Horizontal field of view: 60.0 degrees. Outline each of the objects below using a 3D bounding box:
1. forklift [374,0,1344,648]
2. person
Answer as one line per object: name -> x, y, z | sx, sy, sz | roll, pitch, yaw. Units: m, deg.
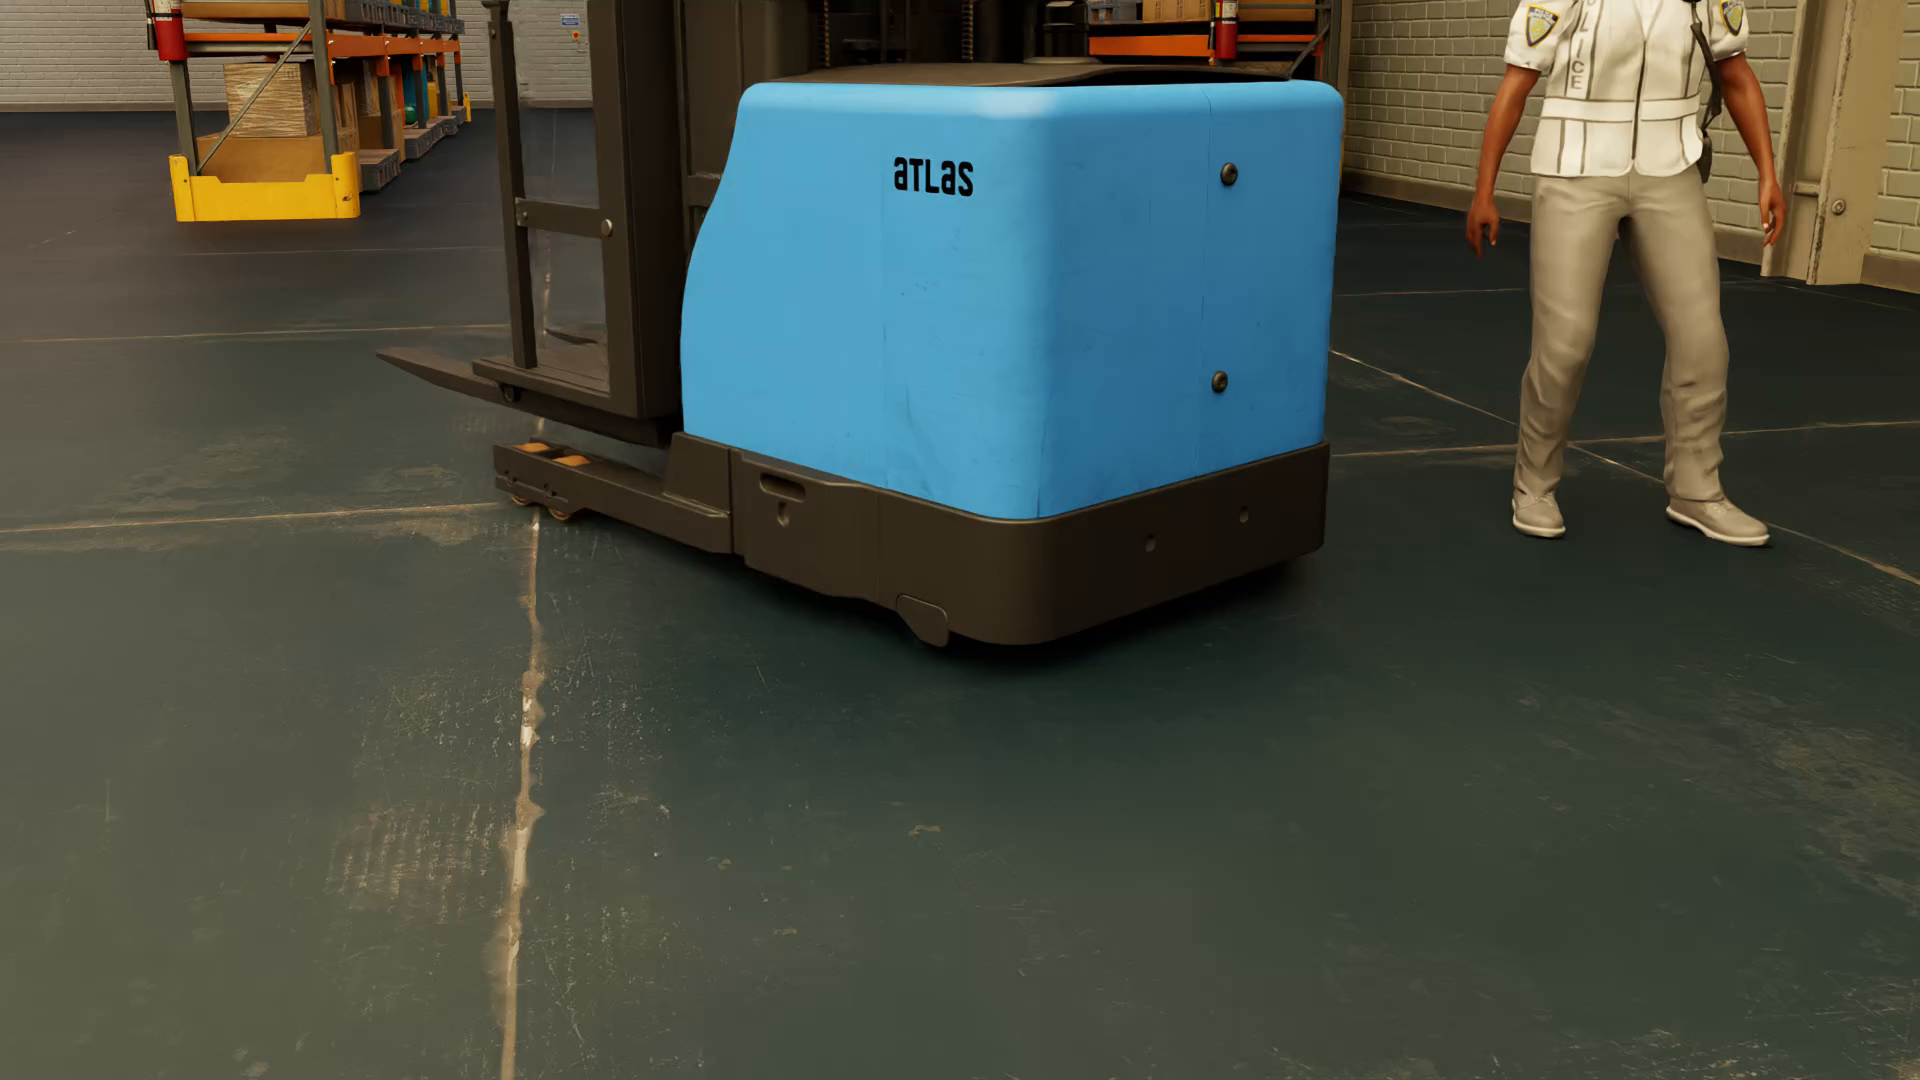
forklift -> -0.563, -1.541, 4.056 | 1.130, 2.935, 3.031 | -15, 22, -41
person -> 1.576, -0.814, 3.897 | 0.734, 1.636, 0.375 | 1, 17, 2
